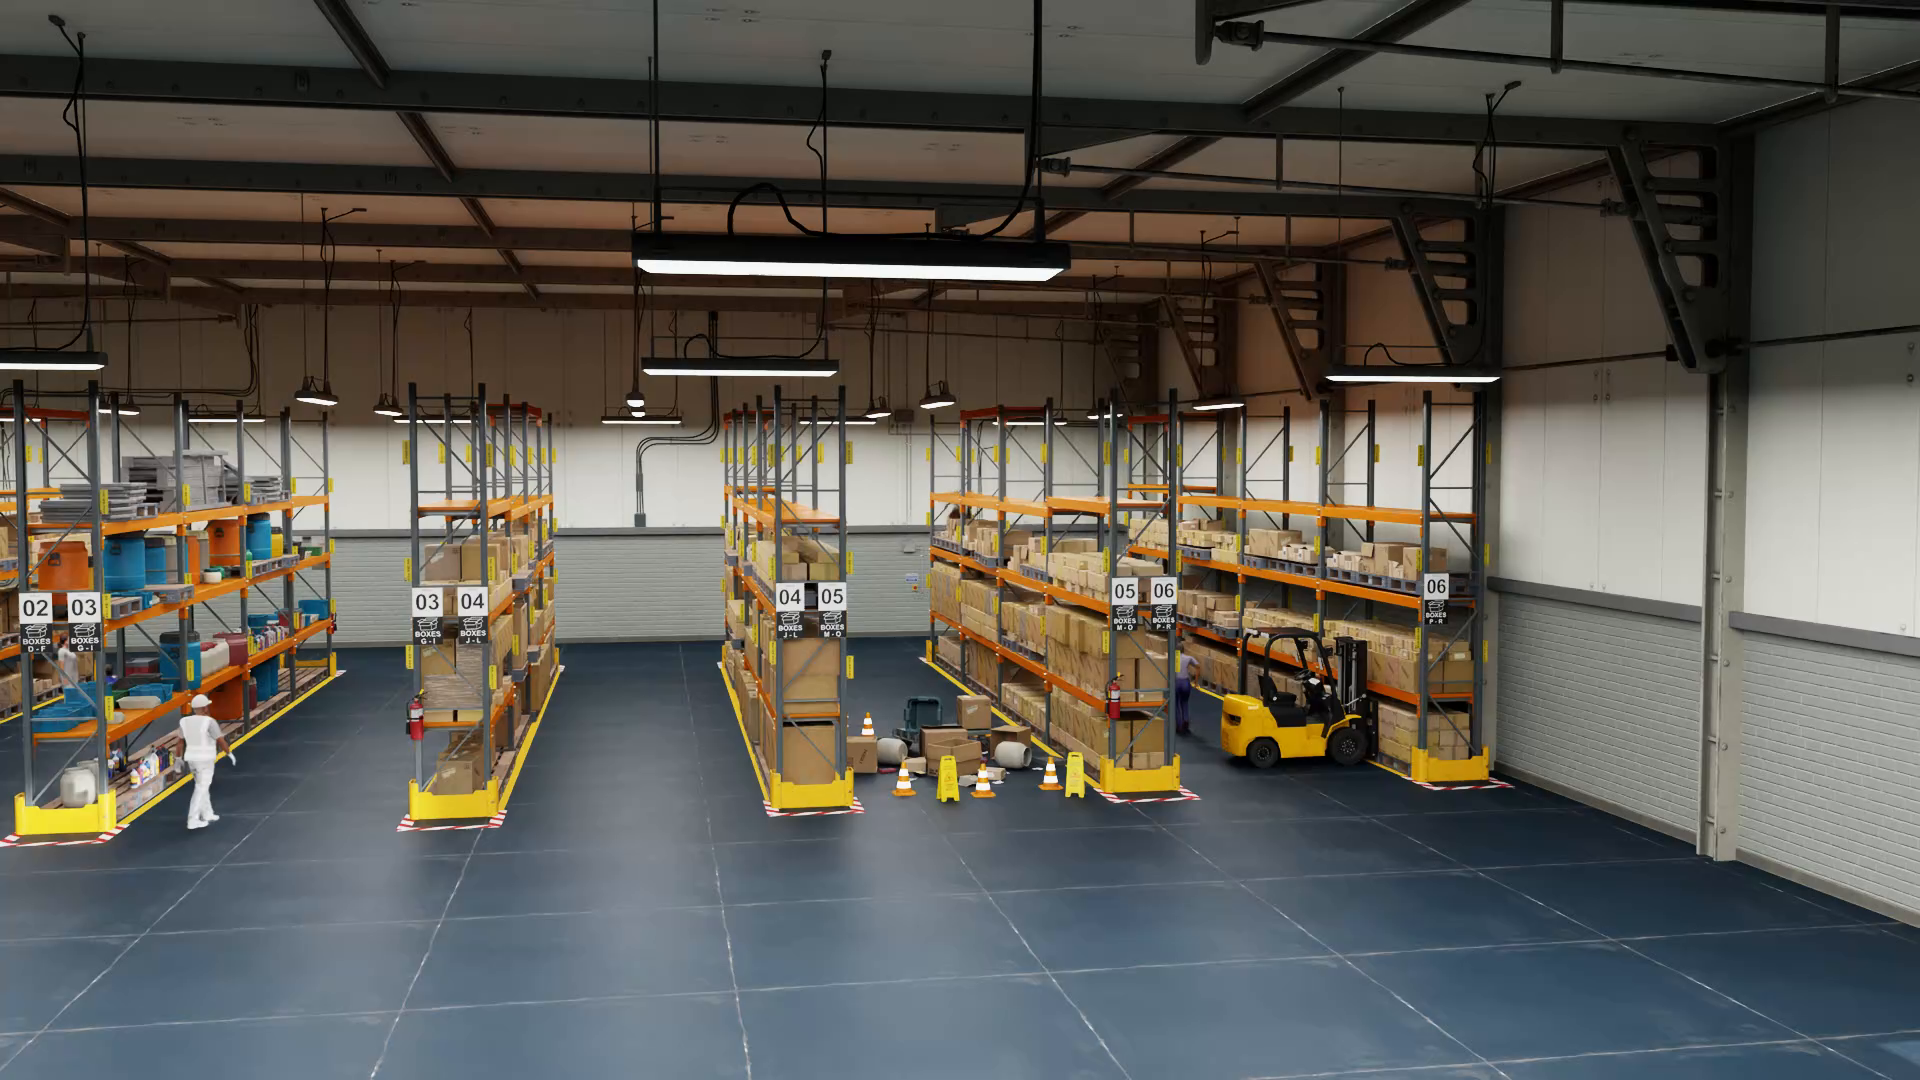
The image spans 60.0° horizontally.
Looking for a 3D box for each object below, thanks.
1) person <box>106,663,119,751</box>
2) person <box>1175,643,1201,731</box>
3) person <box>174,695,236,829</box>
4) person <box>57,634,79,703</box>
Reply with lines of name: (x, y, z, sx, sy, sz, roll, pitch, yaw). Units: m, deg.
person: (-13.740, 2.821, 26.801, 0.514, 1.683, 0.349, -3, 4, -44)
person: (4.029, 2.684, 30.246, 0.640, 1.652, 0.643, 0, 3, -6)
person: (-10.202, 2.972, 22.485, 0.650, 1.785, 0.765, 1, 3, 23)
person: (-16.691, 2.606, 31.293, 0.564, 1.695, 0.451, 1, 3, 15)
